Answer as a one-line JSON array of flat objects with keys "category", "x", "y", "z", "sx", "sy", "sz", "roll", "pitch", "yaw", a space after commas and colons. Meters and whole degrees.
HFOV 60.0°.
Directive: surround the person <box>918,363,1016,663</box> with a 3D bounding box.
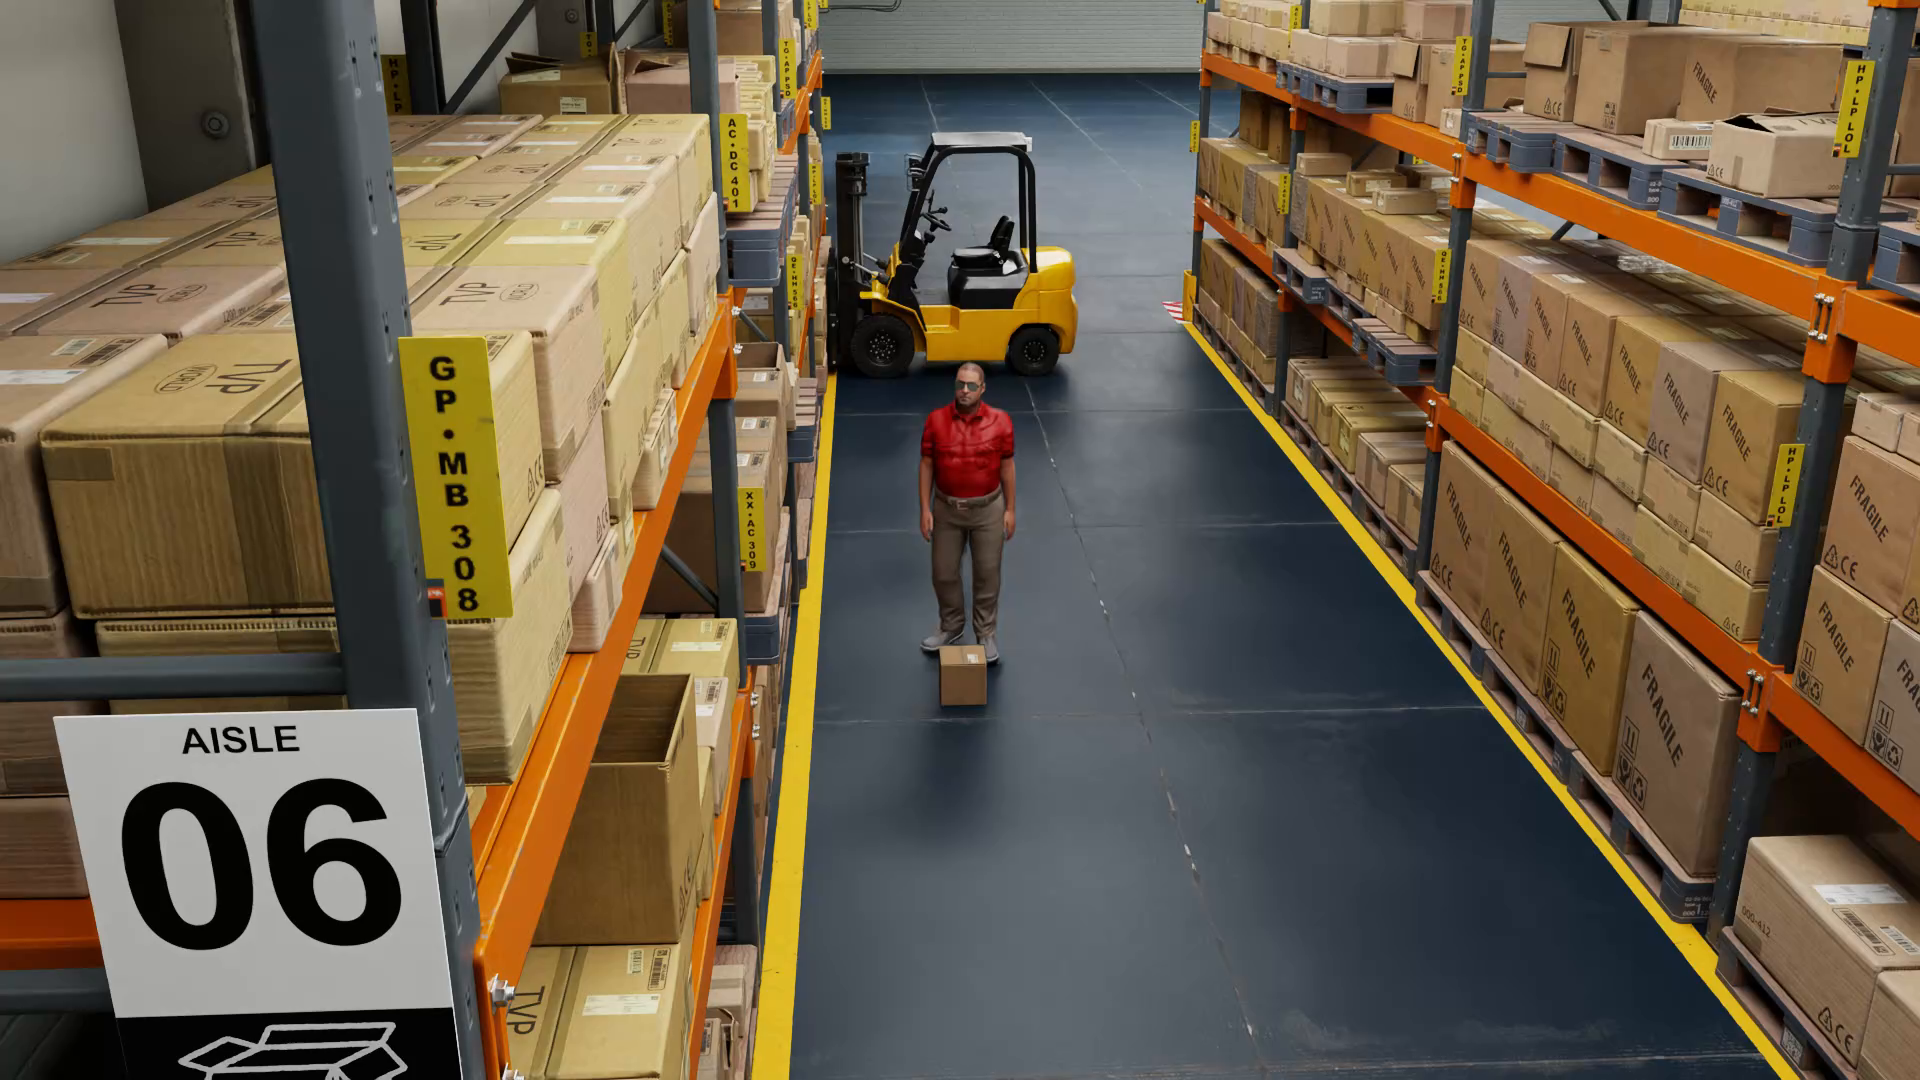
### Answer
[{"category": "person", "x": 0.040, "y": -0.159, "z": 9.486, "sx": 0.556, "sy": 1.727, "sz": 0.417, "roll": 2, "pitch": 20, "yaw": 4}]
